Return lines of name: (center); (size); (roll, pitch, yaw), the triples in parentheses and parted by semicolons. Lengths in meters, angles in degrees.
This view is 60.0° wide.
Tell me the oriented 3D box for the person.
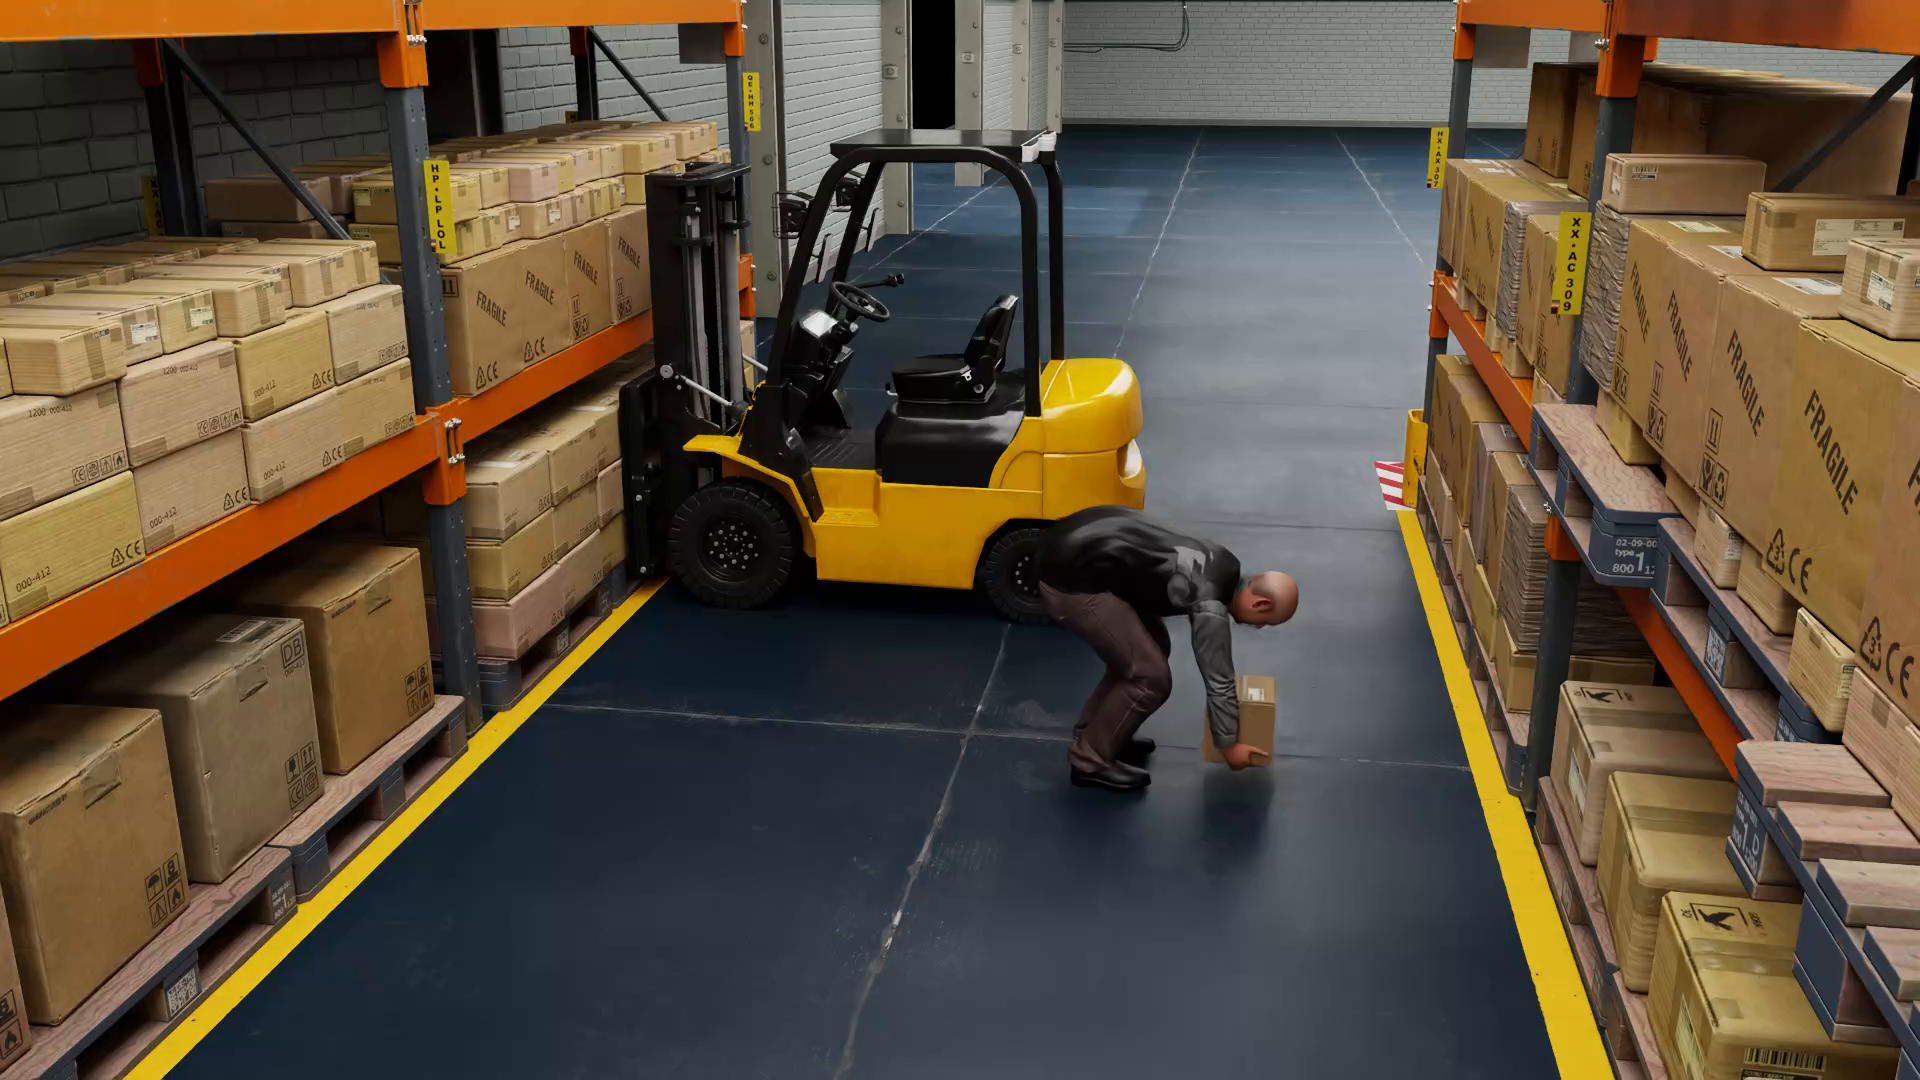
person: (0.743, 0.377, 6.073); (0.948, 1.014, 0.503); (2, 18, 6)
